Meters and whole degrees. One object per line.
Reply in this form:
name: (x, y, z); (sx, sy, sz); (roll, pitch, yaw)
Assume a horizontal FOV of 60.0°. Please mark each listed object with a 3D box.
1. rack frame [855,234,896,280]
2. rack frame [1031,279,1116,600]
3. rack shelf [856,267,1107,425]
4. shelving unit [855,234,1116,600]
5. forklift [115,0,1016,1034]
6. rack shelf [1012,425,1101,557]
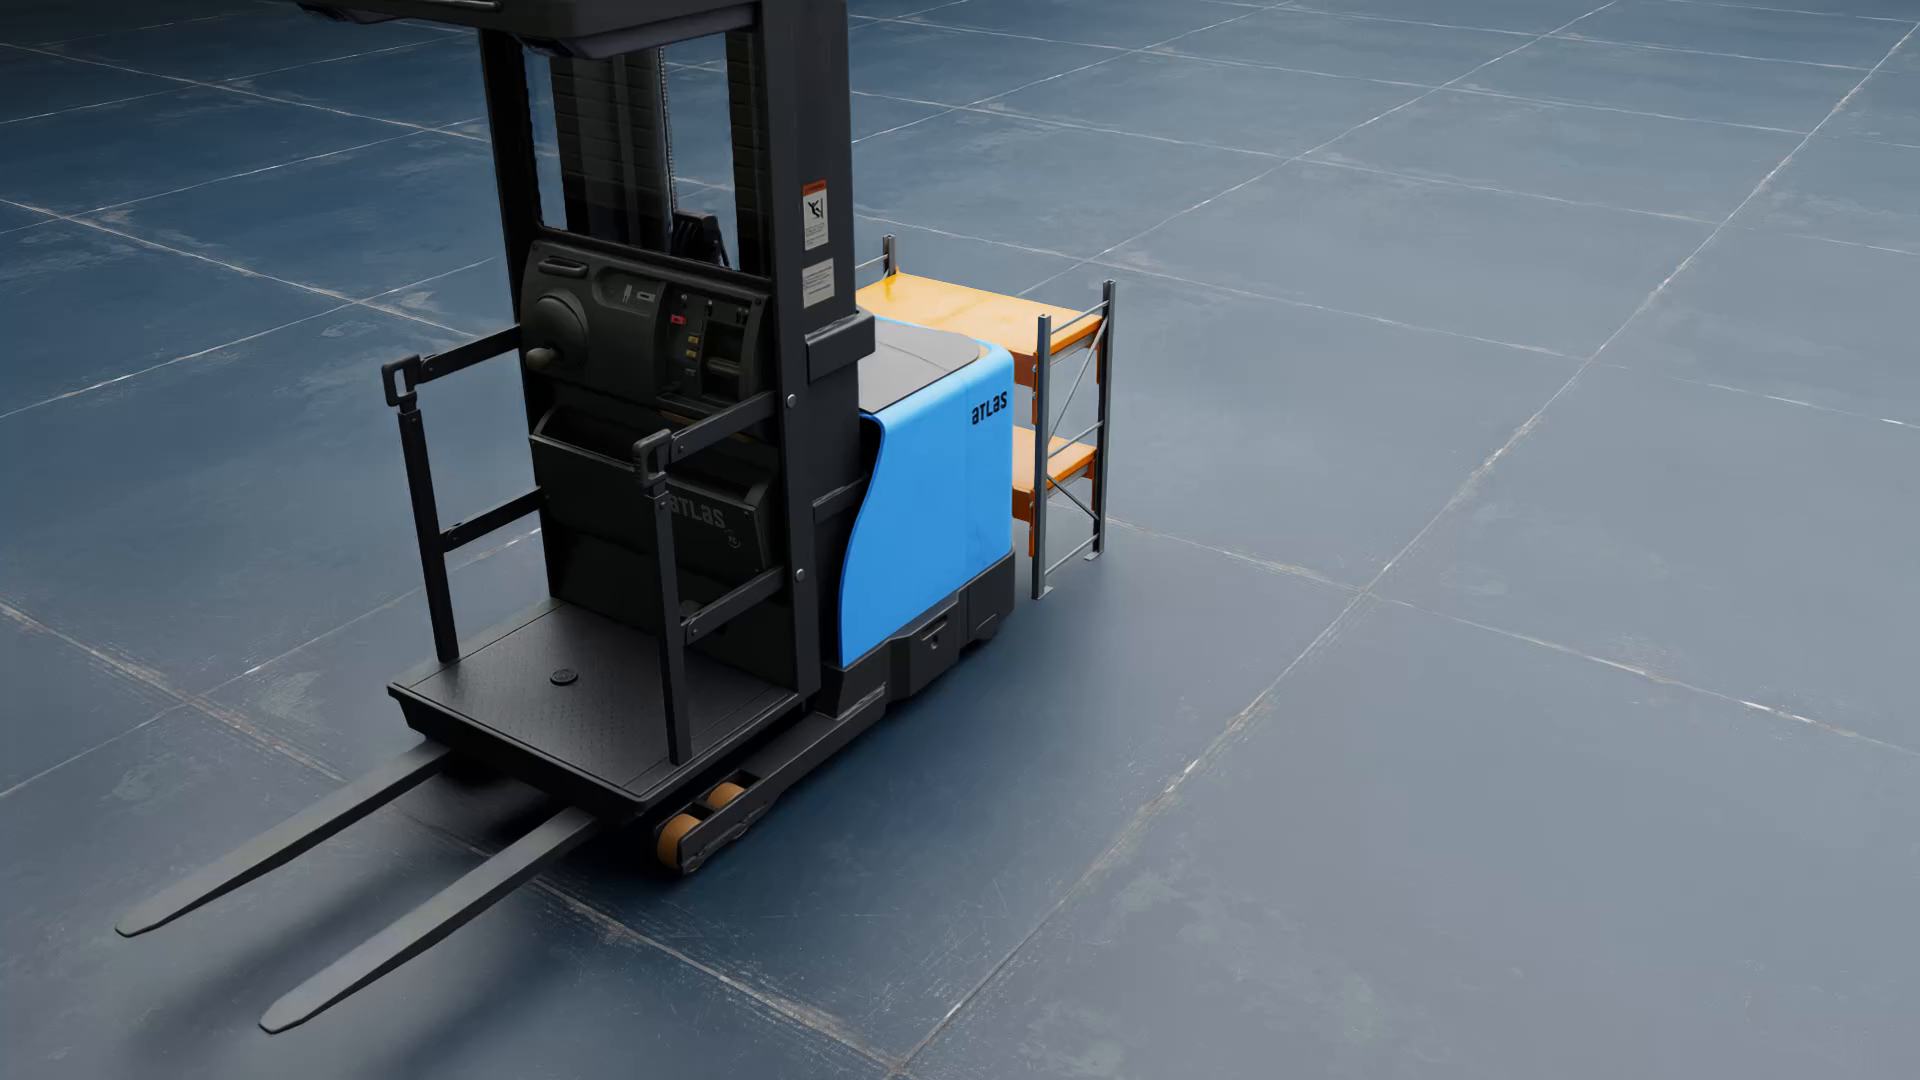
rack frame: (-0.413, -0.630, 6.748); (0.032, 1.125, 0.500); (17, 32, 30)
rack frame: (0.425, -0.369, 6.235); (0.032, 1.125, 0.500); (17, 32, 30)
rack shelf: (0.006, -0.760, 6.359); (1.000, 0.278, 0.538); (17, 32, 30)
shelving unit: (0.006, -0.500, 6.491); (1.048, 1.125, 0.538); (17, 32, 30)
forklift: (-1.049, -0.585, 4.668); (1.130, 2.935, 3.031); (17, 32, 30)
rack shelf: (0.006, -0.282, 6.602); (1.000, 0.278, 0.538); (17, 32, 30)
